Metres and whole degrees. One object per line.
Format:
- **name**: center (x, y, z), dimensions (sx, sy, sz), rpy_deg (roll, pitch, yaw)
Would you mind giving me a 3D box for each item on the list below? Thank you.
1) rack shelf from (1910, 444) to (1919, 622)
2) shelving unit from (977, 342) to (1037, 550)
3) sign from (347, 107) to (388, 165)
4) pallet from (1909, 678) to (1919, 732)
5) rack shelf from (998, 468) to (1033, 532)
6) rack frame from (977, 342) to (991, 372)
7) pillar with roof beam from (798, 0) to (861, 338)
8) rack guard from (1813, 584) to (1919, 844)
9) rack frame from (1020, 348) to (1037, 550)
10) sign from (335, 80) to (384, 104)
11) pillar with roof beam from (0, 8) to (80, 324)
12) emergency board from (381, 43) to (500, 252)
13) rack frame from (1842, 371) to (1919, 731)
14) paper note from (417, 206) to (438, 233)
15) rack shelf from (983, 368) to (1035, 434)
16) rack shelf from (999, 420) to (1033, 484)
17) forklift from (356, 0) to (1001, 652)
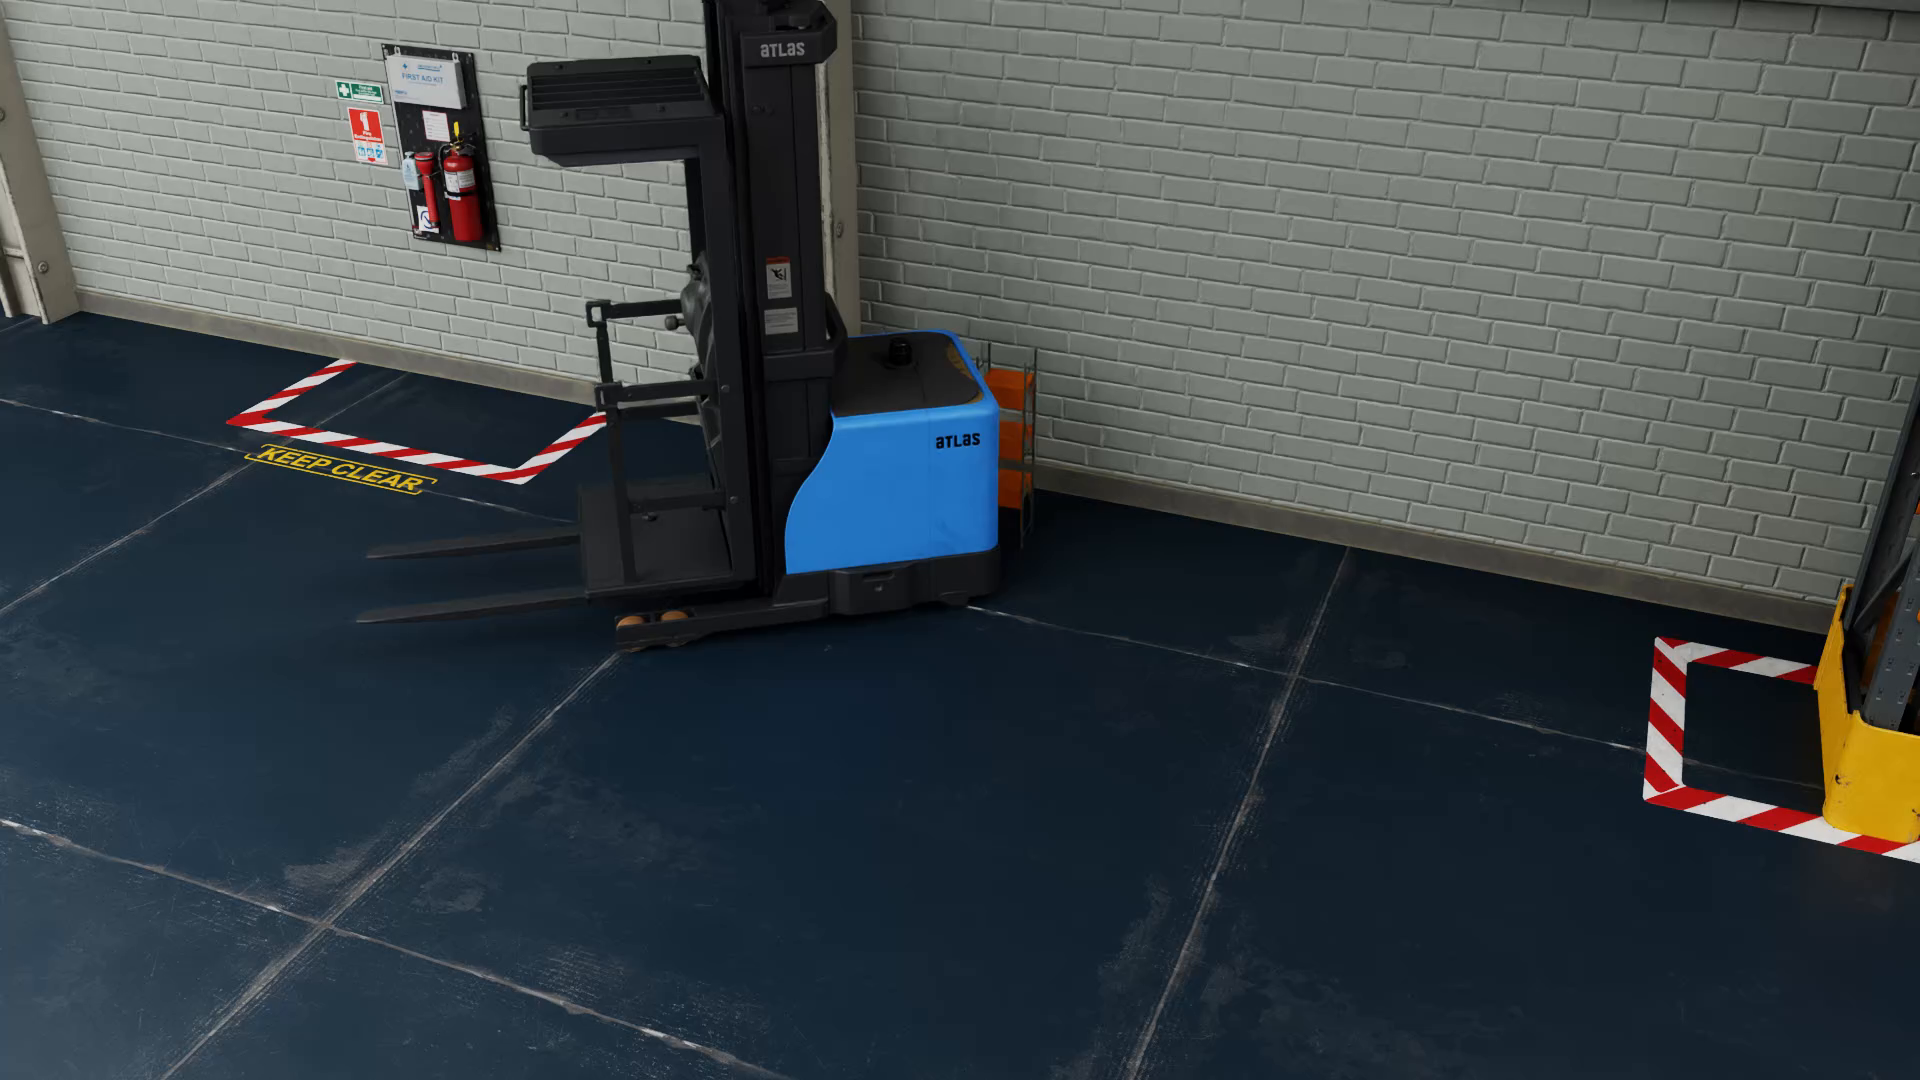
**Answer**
- **rack shelf**: center (5.648, 0.283, 5.931), dimensions (4.000, 0.370, 1.077), rpy_deg (11, 31, 19)
- **shelving unit**: center (0.235, -0.473, 8.520), dimensions (0.252, 1.050, 0.215), rpy_deg (10, 31, 16)
- **sign**: center (-3.540, -2.414, 9.936), dimensions (0.234, 0.329, 0.001), rpy_deg (11, 31, 19)
- **pallet**: center (4.605, 0.995, 6.776), dimensions (1.213, 0.211, 1.003), rpy_deg (11, 31, 19)
- **rack shelf**: center (0.235, -0.222, 8.662), dimensions (0.240, 0.259, 0.215), rpy_deg (10, 31, 16)
- **rack frame**: center (0.119, -0.492, 8.554), dimensions (0.008, 1.050, 0.200), rpy_deg (10, 31, 16)
- **pillar with roof beam**: center (-2.410, -2.423, 3.892), dimensions (0.400, 9.000, 9.100), rpy_deg (11, 31, 19)
- **rack guard**: center (3.865, 0.703, 6.999), dimensions (0.348, 0.500, 1.175), rpy_deg (11, 31, 19)
- **rack frame**: center (0.350, -0.453, 8.485), dimensions (0.008, 1.050, 0.200), rpy_deg (10, 31, 16)
- **sign**: center (-3.539, -2.640, 9.797), dimensions (0.331, 0.109, 0.001), rpy_deg (11, 31, 19)
- **pillar with roof beam**: center (-7.969, -3.533, 5.856), dimensions (0.400, 9.000, 9.100), rpy_deg (11, 31, 19)
- **emergency board**: center (-3.067, -2.249, 9.681), dimensions (0.643, 1.169, 0.194), rpy_deg (11, 31, 19)
- **rack frame**: center (3.795, -0.400, 6.409), dimensions (0.127, 3.000, 1.000), rpy_deg (11, 31, 19)
- **paper note**: center (-3.205, -1.930, 10.011), dimensions (0.142, 0.148, 0.016), rpy_deg (11, 31, 19)
- **rack shelf**: center (0.235, -0.711, 8.385), dimensions (0.240, 0.259, 0.215), rpy_deg (10, 31, 16)
- **rack shelf**: center (0.235, -0.464, 8.525), dimensions (0.240, 0.259, 0.215), rpy_deg (10, 31, 16)
- **forklift**: center (-1.375, -1.036, 7.605), dimensions (3.031, 2.935, 1.130), rpy_deg (-7, 30, -11)
